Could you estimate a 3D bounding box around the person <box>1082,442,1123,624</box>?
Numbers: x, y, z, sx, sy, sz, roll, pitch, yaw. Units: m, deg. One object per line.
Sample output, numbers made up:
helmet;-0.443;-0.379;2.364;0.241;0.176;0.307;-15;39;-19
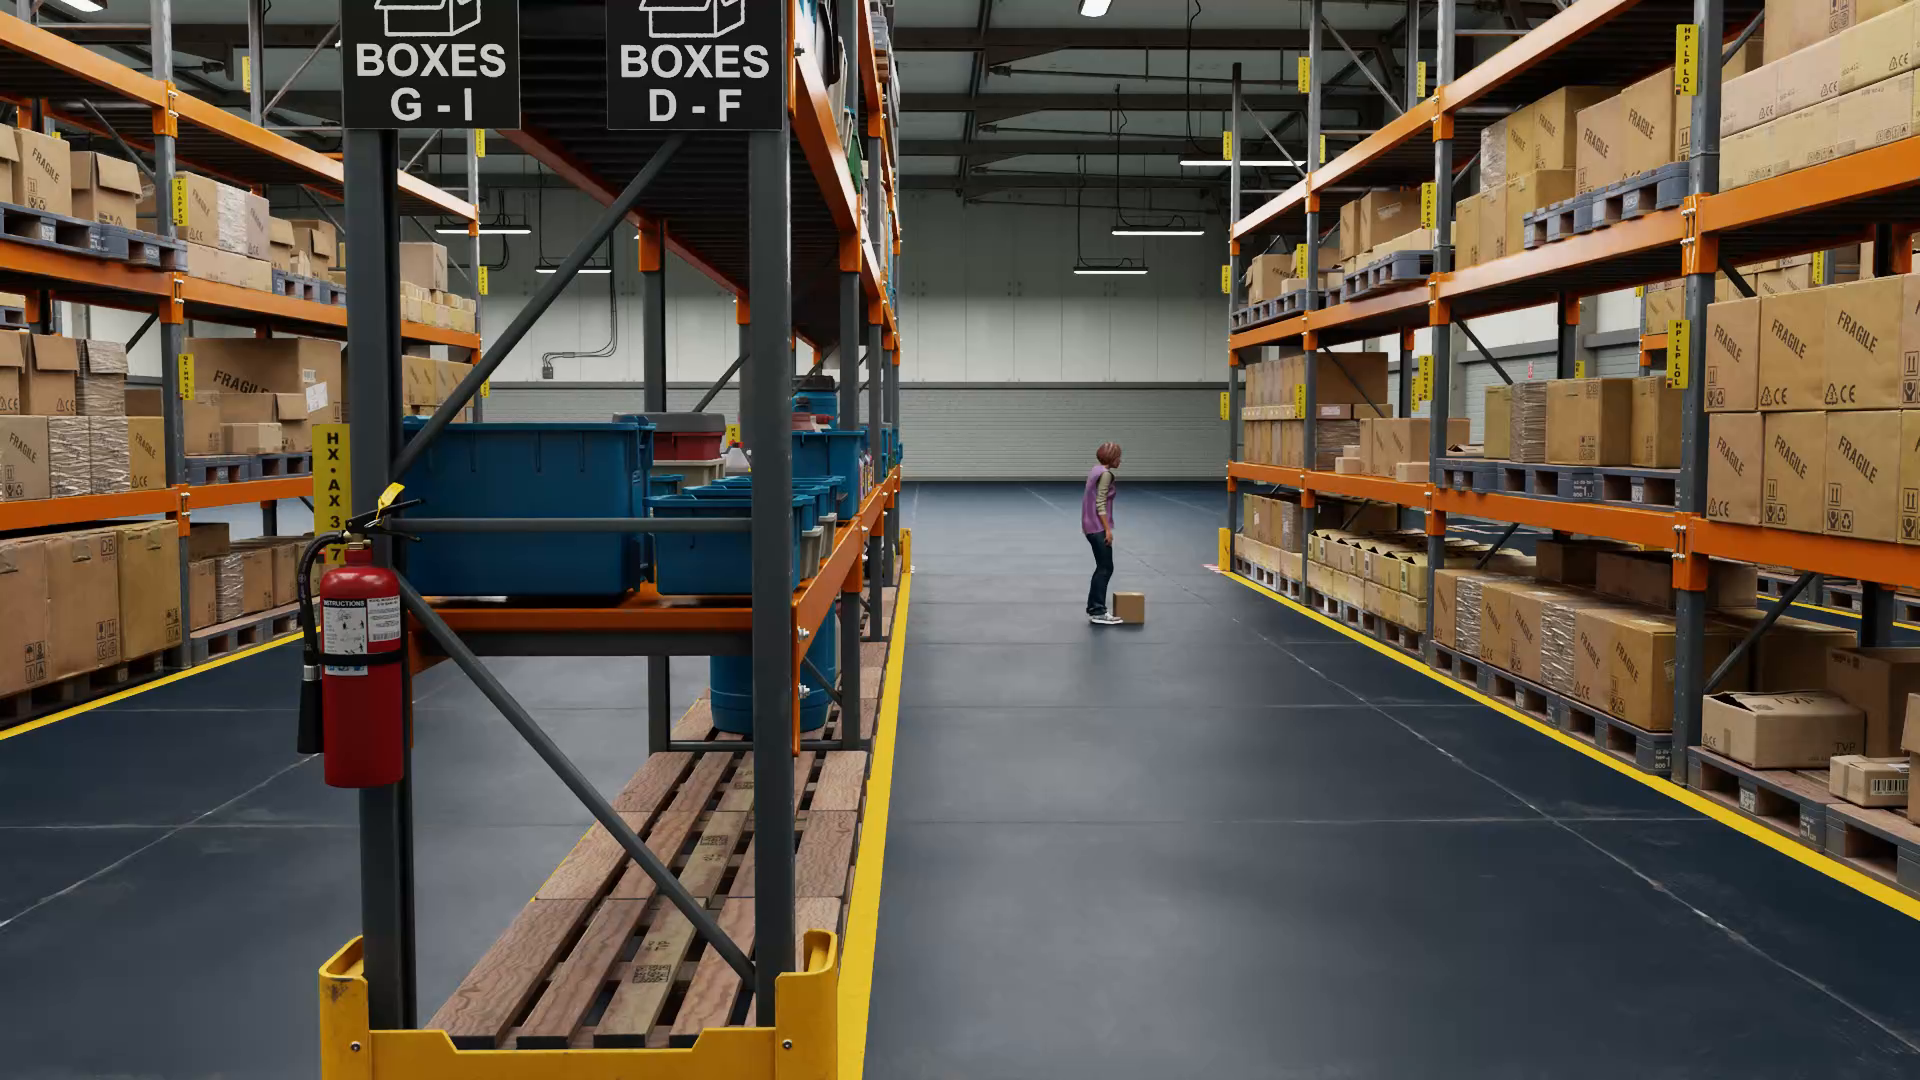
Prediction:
person;1.259;-0.068;14.718;0.347;1.593;0.464;0;4;-2
